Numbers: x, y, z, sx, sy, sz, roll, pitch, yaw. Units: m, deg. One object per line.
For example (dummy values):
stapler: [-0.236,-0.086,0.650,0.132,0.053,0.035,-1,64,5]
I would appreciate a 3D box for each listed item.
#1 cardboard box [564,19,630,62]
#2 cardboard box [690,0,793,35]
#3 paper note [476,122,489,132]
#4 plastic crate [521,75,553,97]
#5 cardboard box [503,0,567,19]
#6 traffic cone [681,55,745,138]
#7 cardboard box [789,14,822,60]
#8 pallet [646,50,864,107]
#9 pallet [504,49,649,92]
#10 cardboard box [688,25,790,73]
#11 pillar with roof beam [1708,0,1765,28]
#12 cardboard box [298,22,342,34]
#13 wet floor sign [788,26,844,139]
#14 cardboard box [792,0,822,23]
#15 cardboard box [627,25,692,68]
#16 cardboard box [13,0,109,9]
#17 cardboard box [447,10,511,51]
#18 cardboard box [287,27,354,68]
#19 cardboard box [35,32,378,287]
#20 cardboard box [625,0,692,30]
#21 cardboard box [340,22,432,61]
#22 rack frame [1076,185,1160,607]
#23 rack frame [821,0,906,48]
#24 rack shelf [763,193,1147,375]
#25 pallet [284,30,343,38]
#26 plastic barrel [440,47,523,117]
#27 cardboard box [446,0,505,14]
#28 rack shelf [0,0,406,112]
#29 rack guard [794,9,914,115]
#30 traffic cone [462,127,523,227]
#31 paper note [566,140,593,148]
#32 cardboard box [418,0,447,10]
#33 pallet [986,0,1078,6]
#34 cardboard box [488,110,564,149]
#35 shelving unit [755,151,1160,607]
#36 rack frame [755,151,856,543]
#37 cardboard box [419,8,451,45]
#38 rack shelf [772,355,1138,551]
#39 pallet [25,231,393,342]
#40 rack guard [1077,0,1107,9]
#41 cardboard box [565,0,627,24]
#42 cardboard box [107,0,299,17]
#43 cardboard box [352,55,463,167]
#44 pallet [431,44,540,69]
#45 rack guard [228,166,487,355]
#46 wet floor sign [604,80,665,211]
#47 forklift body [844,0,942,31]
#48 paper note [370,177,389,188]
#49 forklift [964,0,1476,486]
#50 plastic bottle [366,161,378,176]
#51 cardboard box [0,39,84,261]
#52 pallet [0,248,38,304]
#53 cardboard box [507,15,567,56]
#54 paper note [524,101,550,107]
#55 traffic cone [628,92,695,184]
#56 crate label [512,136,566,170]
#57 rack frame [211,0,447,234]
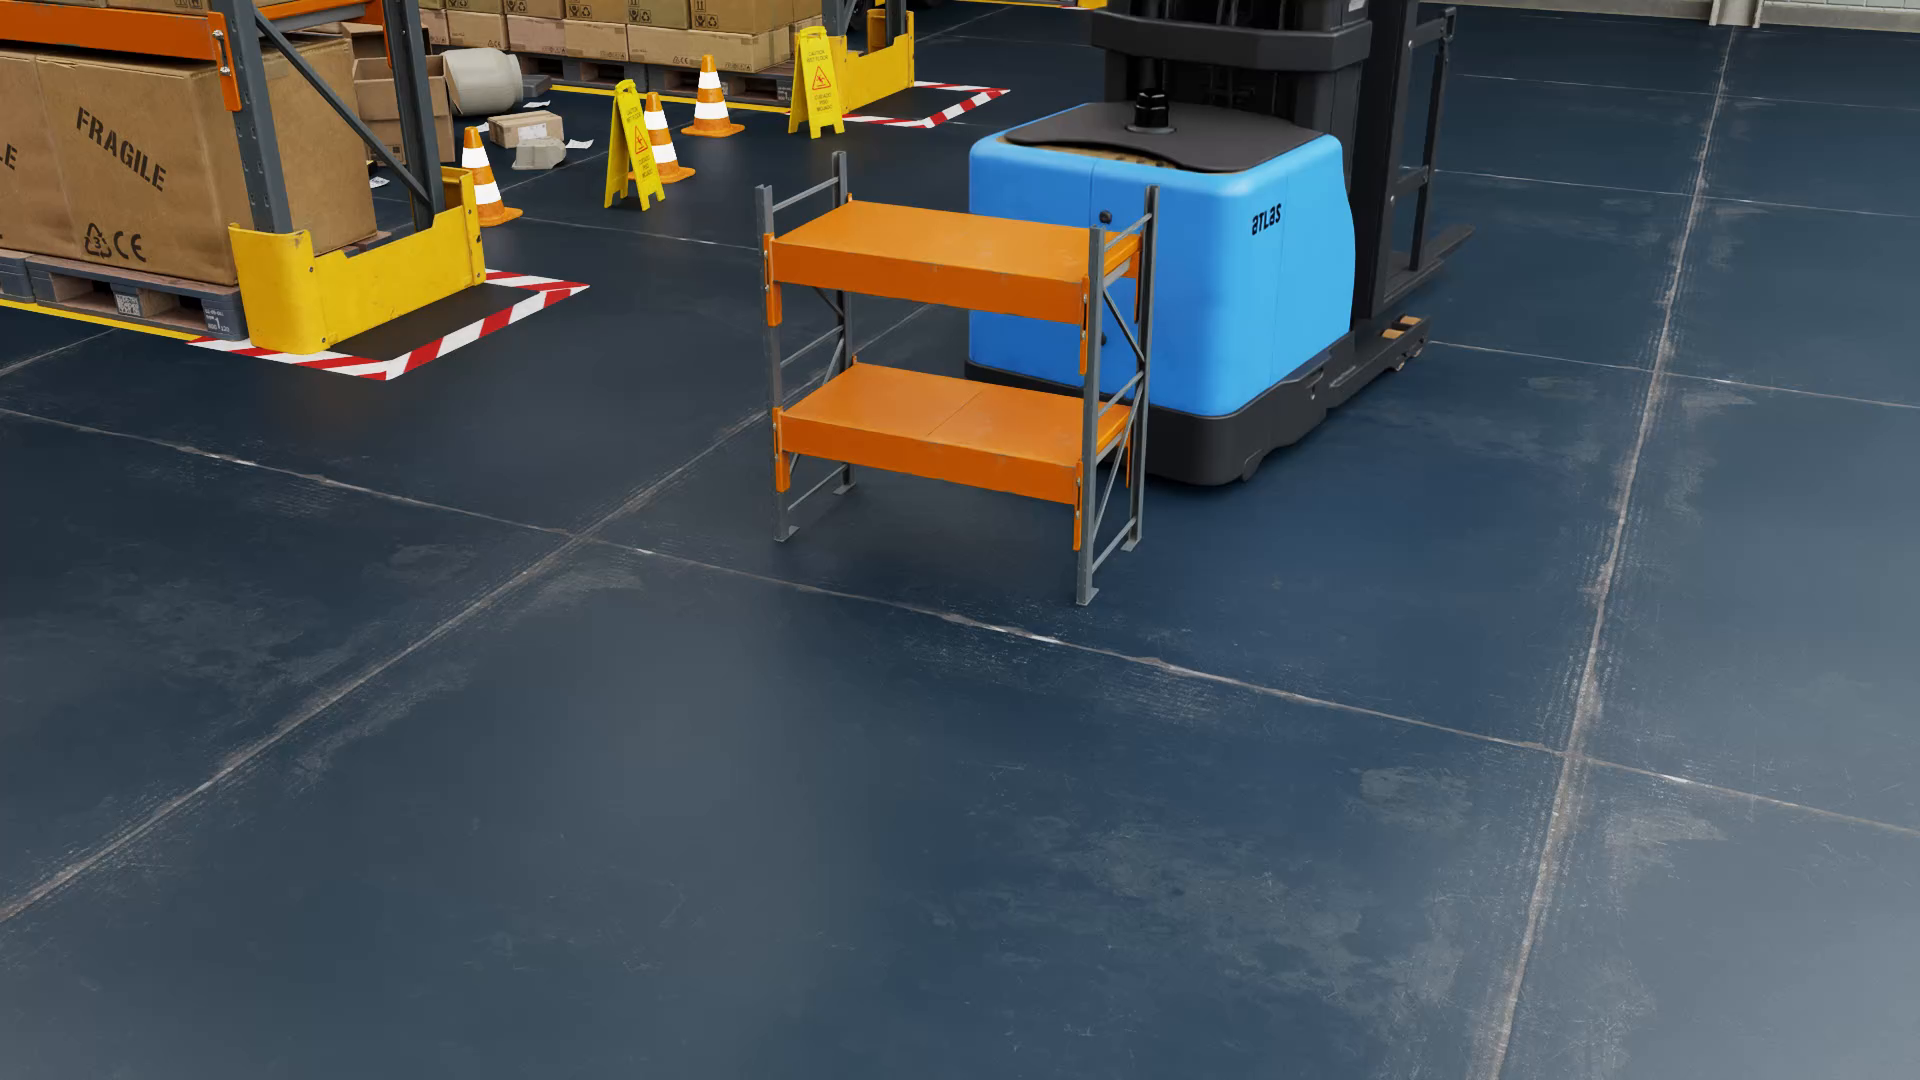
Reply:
cardboard box: [-2.427,-3.556,11.714,0.500,0.250,0.500,10,28,20]
cardboard box: [-1.470,-3.703,11.164,0.500,0.500,0.500,12,28,22]
paper note: [-3.028,-2.621,10.552,0.142,0.019,0.148,23,35,39]
plastic crate: [-3.184,-3.175,11.608,0.583,0.080,0.402,2,26,4]
cardboard box: [-2.885,-3.988,11.742,0.500,0.500,0.500,13,29,24]
traffic cone: [-1.558,-2.792,10.397,0.334,0.463,0.336,11,28,22]
cardboard box: [-1.253,-3.584,11.770,0.500,0.250,0.500,11,28,21]
pallet: [-1.427,-3.296,11.705,1.213,0.211,1.003,11,28,22]
pallet: [-2.534,-3.519,12.159,1.213,0.211,1.003,11,28,22]
cardboard box: [-1.502,-3.369,11.334,0.500,0.250,0.500,11,28,22]
pillar with roof beam: [4.837,-6.720,8.711,0.400,9.000,9.100,11,28,22]
cardboard box: [-4.753,-4.206,12.896,0.625,0.372,0.950,12,29,22]
wet floor sign: [-0.903,-2.849,10.306,0.232,0.644,0.267,23,35,39]
cardboard box: [-1.275,-3.924,11.613,0.500,0.500,0.500,10,28,20]
cardboard box: [-1.948,-3.462,11.524,0.500,0.250,0.500,11,28,22]
cardboard box: [-3.456,-2.570,6.904,0.550,0.550,0.875,11,28,22]
cardboard box: [-3.358,-3.747,12.102,0.500,0.250,0.500,13,29,25]
cardboard box: [-4.134,-2.782,10.177,0.503,0.637,0.797,11,28,22]
cardboard box: [-3.235,-1.694,7.224,0.875,0.875,0.875,12,28,22]
cardboard box: [-1.947,-3.797,11.355,0.500,0.500,0.500,12,29,24]
cardboard box: [-3.862,-3.238,11.258,0.500,0.500,0.500,-12,29,-23]
rack frame: [0.457,-0.413,4.815,0.032,1.125,0.500,11,28,22]
rack frame: [-0.633,-4.370,10.730,0.127,3.000,1.000,11,28,22]
rack shelf: [-0.006,-0.768,4.875,1.000,0.278,0.538,11,28,22]
pallet: [-4.983,-3.992,13.119,1.213,0.211,1.003,11,28,22]
plastic barrel: [-3.140,-2.983,10.830,0.512,0.421,0.421,-12,29,-23]
cardboard box: [-3.357,-4.083,11.936,0.500,0.500,0.500,13,29,24]
rack shelf: [-4.410,-2.404,7.552,4.000,0.370,1.077,11,28,22]
rack guard: [-0.702,-3.262,11.310,0.348,0.500,1.175,11,28,22]
traffic cone: [-2.486,-1.891,8.567,0.334,0.463,0.336,11,28,22]
paper note: [-2.317,-2.410,10.111,0.142,0.019,0.148,2,26,4]
cardboard box: [-3.849,-4.176,12.125,0.500,0.500,0.500,13,29,24]
pallet: [0.705,-5.239,15.651,1.213,0.211,1.003,11,28,22]
cardboard box: [-2.662,-2.518,10.197,0.380,0.149,0.250,-18,31,-31]
shelving unit: [-0.006,-0.506,5.004,1.048,1.125,0.538,11,28,22]
rack frame: [-0.469,-0.599,5.193,0.032,1.125,0.500,11,28,22]
cardboard box: [-3.849,-3.840,12.291,0.500,0.250,0.500,10,28,19]
rack shelf: [-0.006,-0.287,5.112,1.000,0.278,0.538,11,28,22]
pallet: [-3.350,-1.225,7.499,1.213,0.211,1.003,11,28,22]
rack guard: [1.440,-5.241,15.329,0.348,0.500,1.175,11,28,22]
cardboard box: [-2.403,-3.892,11.548,0.500,0.500,0.500,11,28,21]
cardboard box: [-2.946,-2.478,6.718,0.550,0.550,0.875,11,28,22]
cardboard box: [-3.280,-2.553,9.866,0.637,0.503,0.797,-7,27,-14]
pallet: [-3.648,-3.742,12.611,1.213,0.211,1.003,11,28,22]
rack guard: [-2.568,-1.235,7.193,0.348,0.500,1.175,11,28,22]
wet floor sign: [-1.744,-2.096,8.776,0.232,0.644,0.267,6,27,13]
forklift body: [-1.063,-5.599,14.187,1.214,2.155,2.313,11,28,22]
paper note: [-3.277,-1.990,9.260,0.142,0.017,0.144,23,35,39]
forklift: [1.258,-2.093,6.183,1.130,2.935,3.031,17,31,30]
plastic bottle: [-3.489,-2.127,9.500,0.283,0.061,0.133,2,26,4]
cardboard box: [-4.036,-1.854,7.549,0.875,0.875,0.875,11,28,21]
pallet: [-4.457,-1.449,7.953,1.213,0.211,1.003,11,28,22]
cardboard box: [-2.874,-3.651,11.907,0.500,0.250,0.500,11,28,21]
paper note: [-2.842,-2.931,11.169,0.148,0.019,0.142,2,26,4]
traffic cone: [-1.708,-2.283,9.364,0.334,0.463,0.336,11,28,22]
crate label: [-2.450,-2.256,9.677,0.298,0.136,0.250,-2,26,-5]
rack frame: [-2.590,-2.361,6.650,0.127,3.000,1.000,11,28,22]
